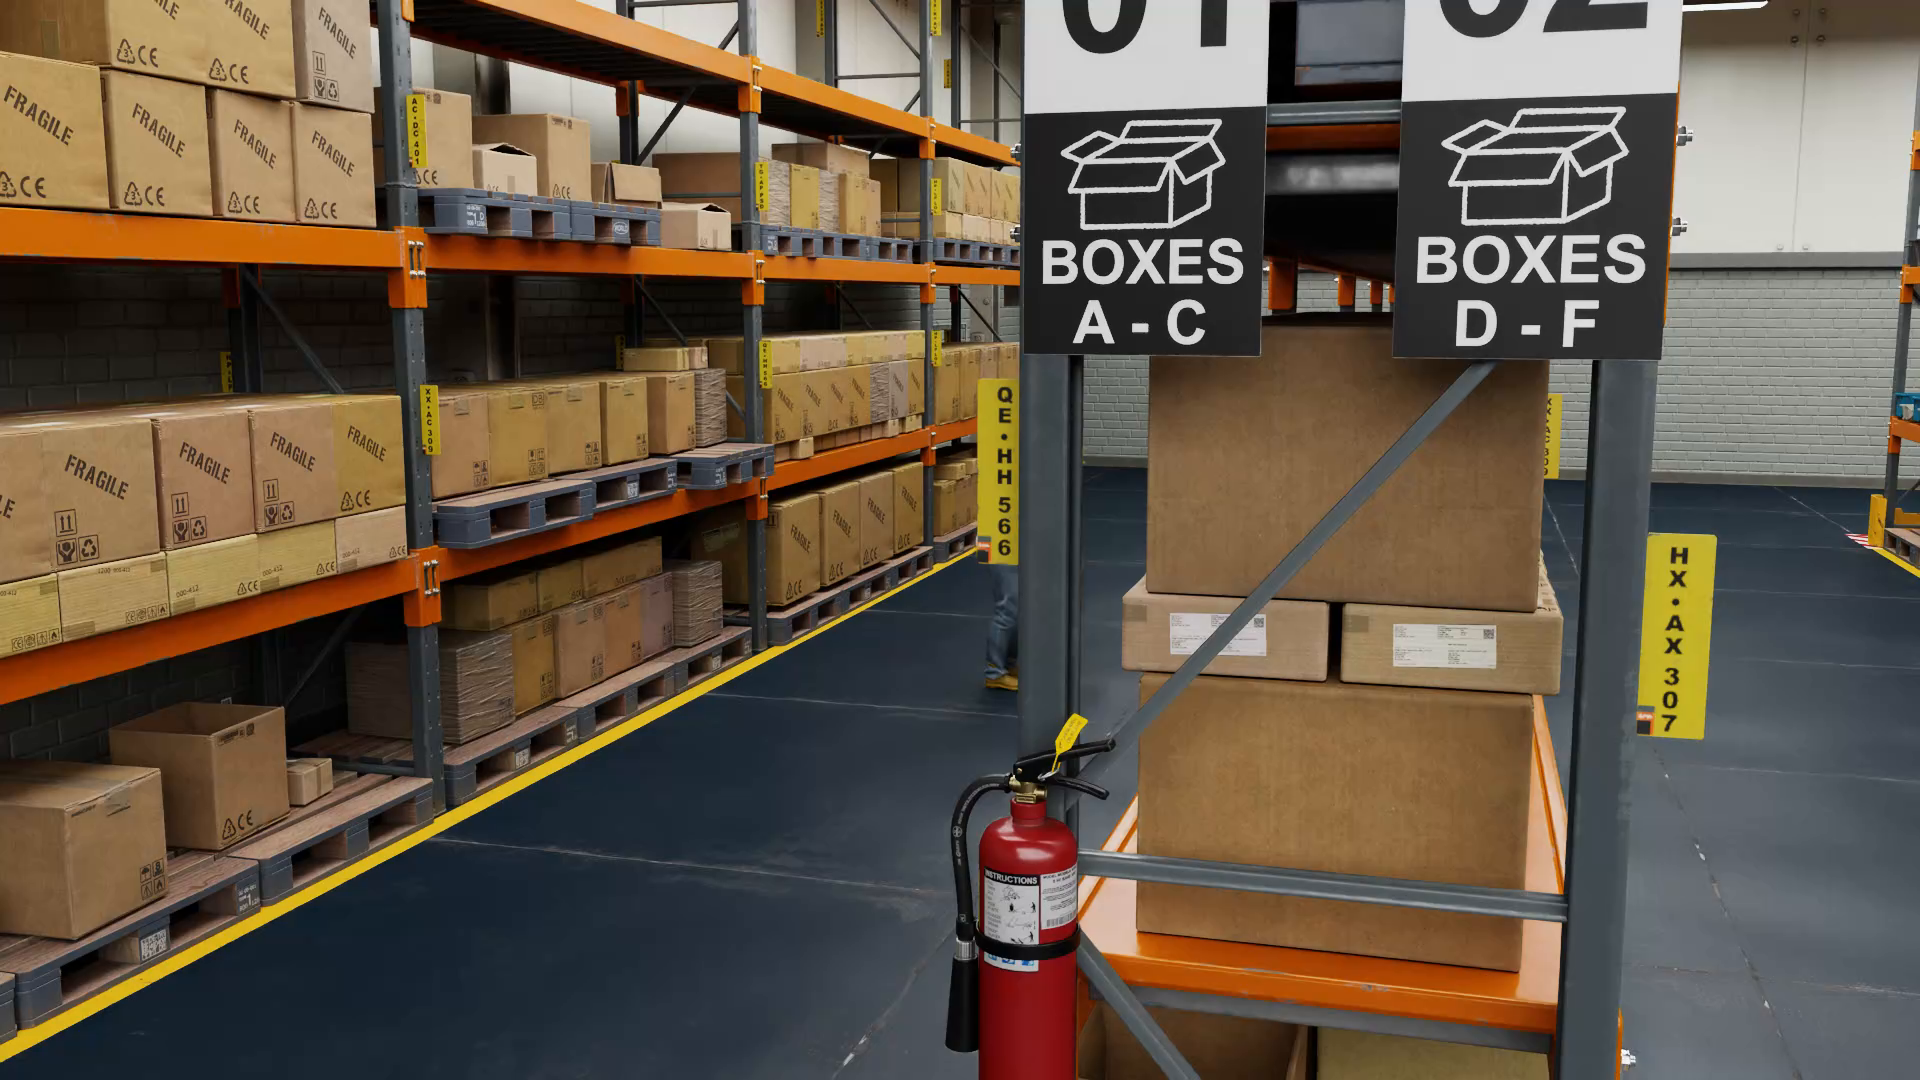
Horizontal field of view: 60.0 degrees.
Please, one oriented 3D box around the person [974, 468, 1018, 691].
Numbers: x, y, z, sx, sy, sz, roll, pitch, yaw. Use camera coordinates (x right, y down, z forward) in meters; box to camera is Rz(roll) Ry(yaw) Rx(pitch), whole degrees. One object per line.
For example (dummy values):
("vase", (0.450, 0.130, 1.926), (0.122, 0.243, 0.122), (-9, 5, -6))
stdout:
("person", (0.407, 0.075, 10.753), (0.578, 1.760, 0.504), (3, 9, 17))
